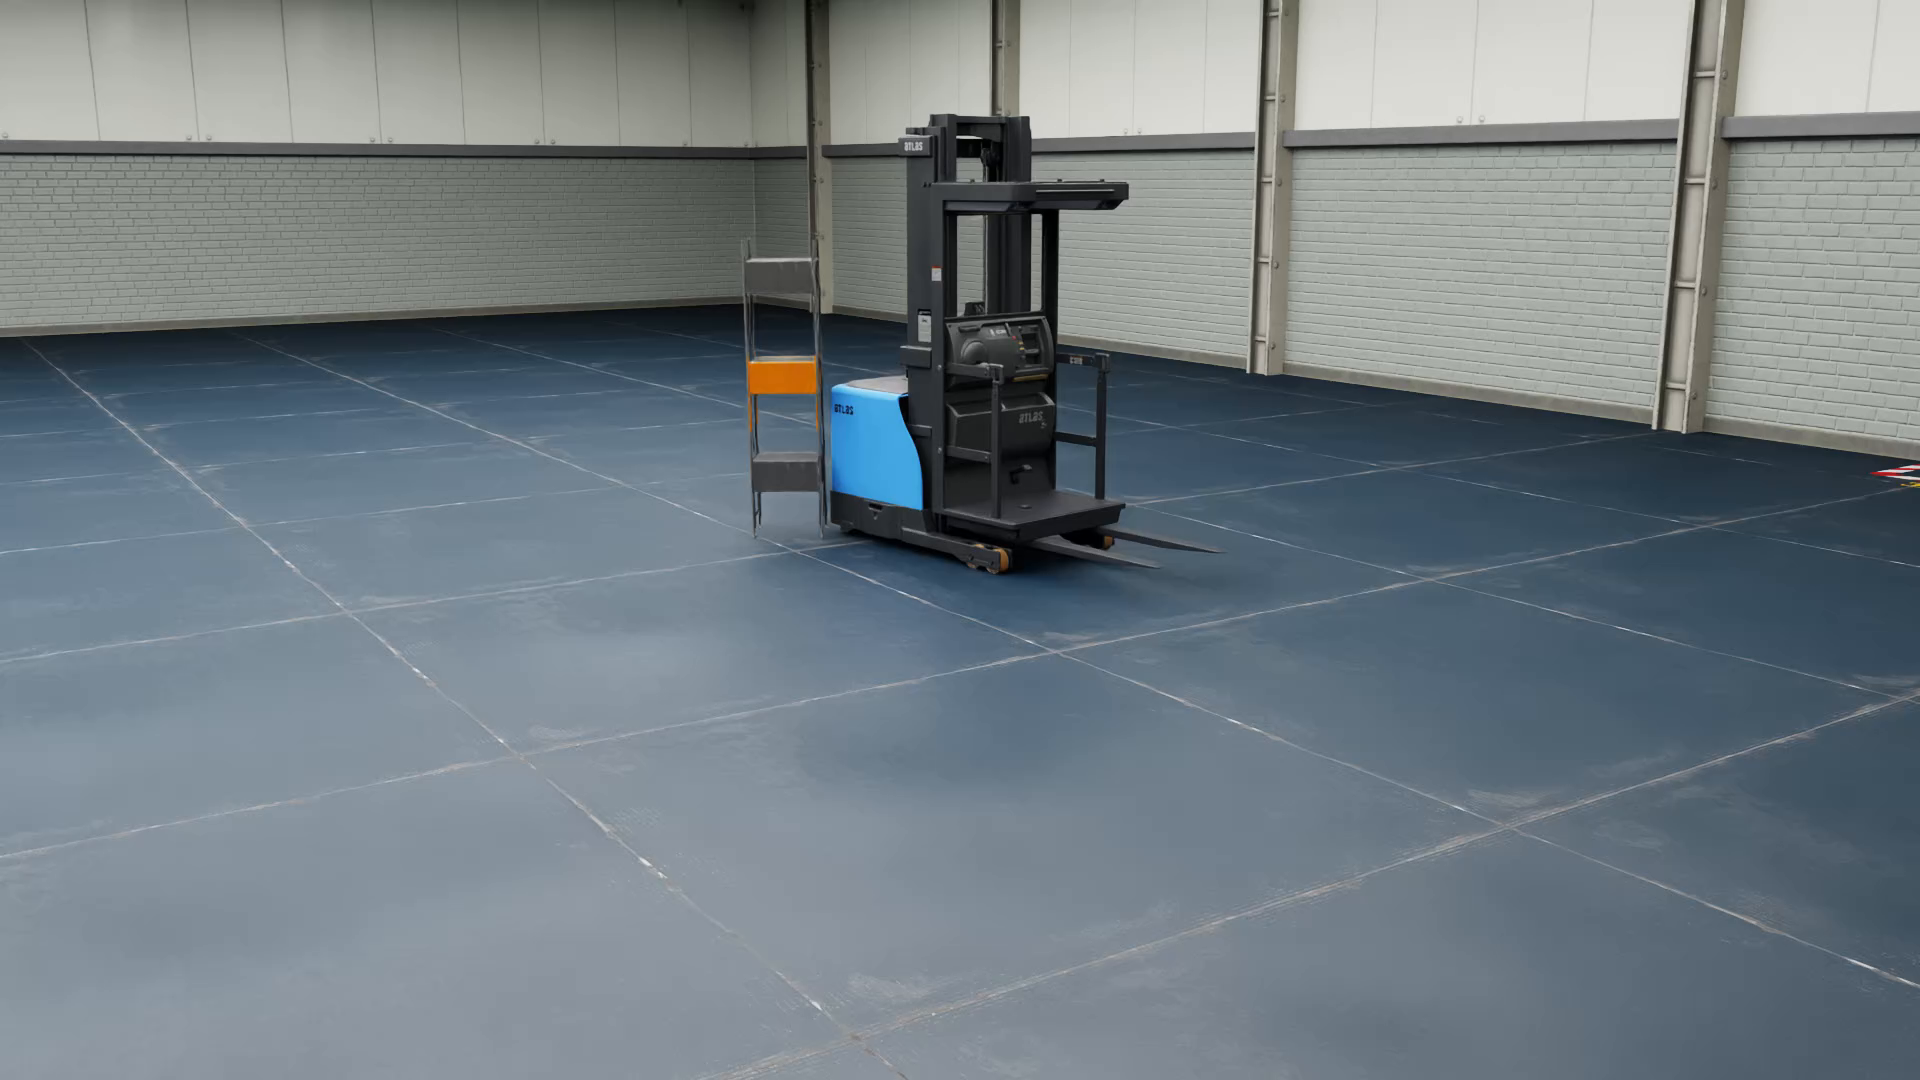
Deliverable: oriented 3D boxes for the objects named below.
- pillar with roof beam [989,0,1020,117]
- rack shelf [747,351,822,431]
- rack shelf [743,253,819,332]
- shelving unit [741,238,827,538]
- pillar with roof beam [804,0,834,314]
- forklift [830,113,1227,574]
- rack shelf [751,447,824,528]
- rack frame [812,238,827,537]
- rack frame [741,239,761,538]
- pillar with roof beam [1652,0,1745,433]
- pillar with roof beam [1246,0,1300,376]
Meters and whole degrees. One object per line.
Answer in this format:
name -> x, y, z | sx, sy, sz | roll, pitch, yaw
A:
pillar with roof beam -> -2.889, -7.148, 23.484 | 9.100, 9.000, 0.400 | -8, 15, -33
rack shelf -> -1.246, -1.070, 11.889 | 0.480, 0.518, 0.431 | -1, 12, 0
rack shelf -> -1.255, -1.754, 11.739 | 0.480, 0.518, 0.431 | -1, 12, 0
shelving unit -> -1.247, -1.084, 11.886 | 0.503, 2.100, 0.431 | -1, 12, 0
pillar with roof beam -> -6.214, -8.215, 28.363 | 9.100, 9.000, 0.400 | -8, 15, -33
forklift -> 0.420, -1.334, 11.100 | 1.130, 2.935, 3.031 | -11, 17, -41
rack shelf -> -1.238, -0.387, 12.040 | 0.480, 0.518, 0.431 | -1, 12, 0
rack frame -> -1.003, -1.087, 11.886 | 0.015, 2.100, 0.400 | -1, 12, 0
rack frame -> -1.491, -1.081, 11.886 | 0.015, 2.100, 0.400 | -1, 12, 0
pillar with roof beam -> 3.759, -5.014, 13.724 | 9.100, 9.000, 0.400 | -8, 15, -33
pillar with roof beam -> 0.435, -6.081, 18.604 | 9.100, 9.000, 0.400 | -8, 15, -33
